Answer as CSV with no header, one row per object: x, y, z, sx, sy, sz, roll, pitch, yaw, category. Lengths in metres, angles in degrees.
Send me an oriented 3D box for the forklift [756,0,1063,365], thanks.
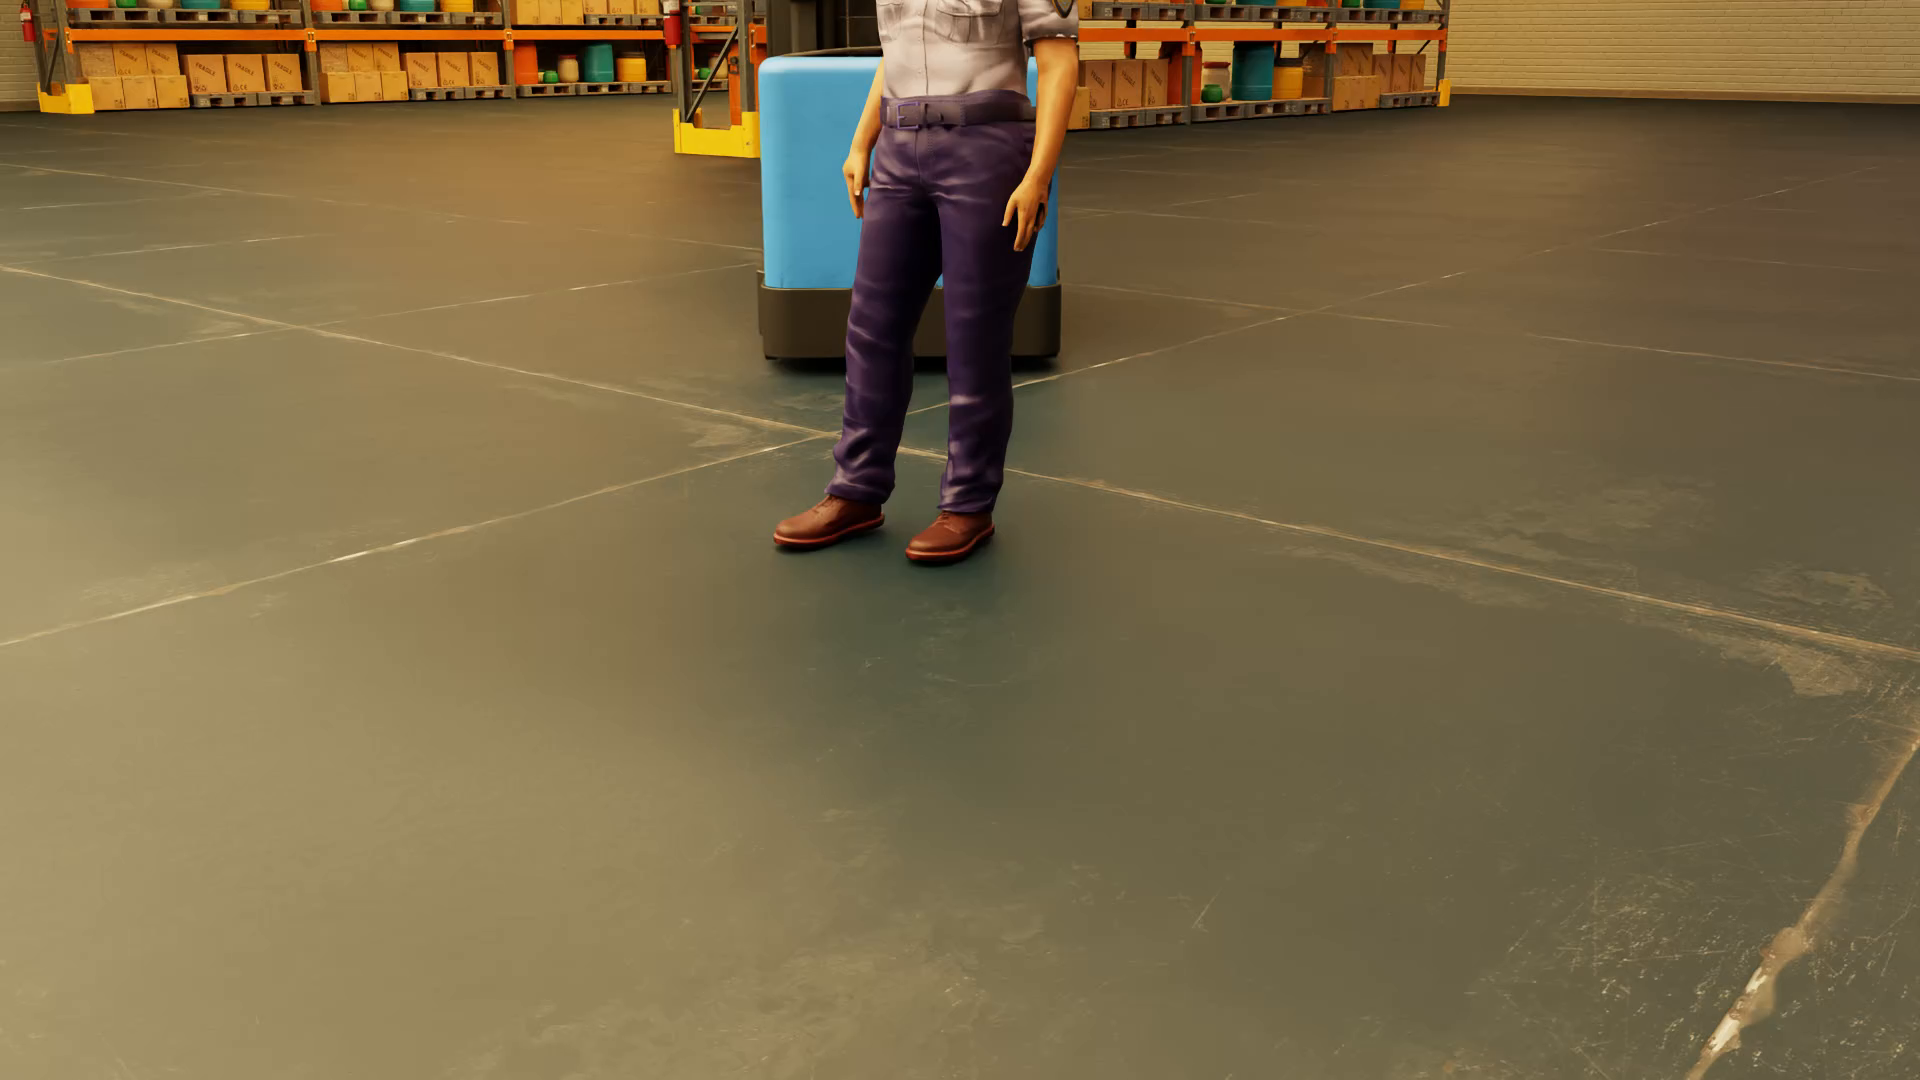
-0.244,-2.395,6.784,1.130,2.935,3.031,-1,17,-3,forklift

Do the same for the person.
-0.074,-0.780,3.648,0.598,1.651,0.504,13,21,37,person
